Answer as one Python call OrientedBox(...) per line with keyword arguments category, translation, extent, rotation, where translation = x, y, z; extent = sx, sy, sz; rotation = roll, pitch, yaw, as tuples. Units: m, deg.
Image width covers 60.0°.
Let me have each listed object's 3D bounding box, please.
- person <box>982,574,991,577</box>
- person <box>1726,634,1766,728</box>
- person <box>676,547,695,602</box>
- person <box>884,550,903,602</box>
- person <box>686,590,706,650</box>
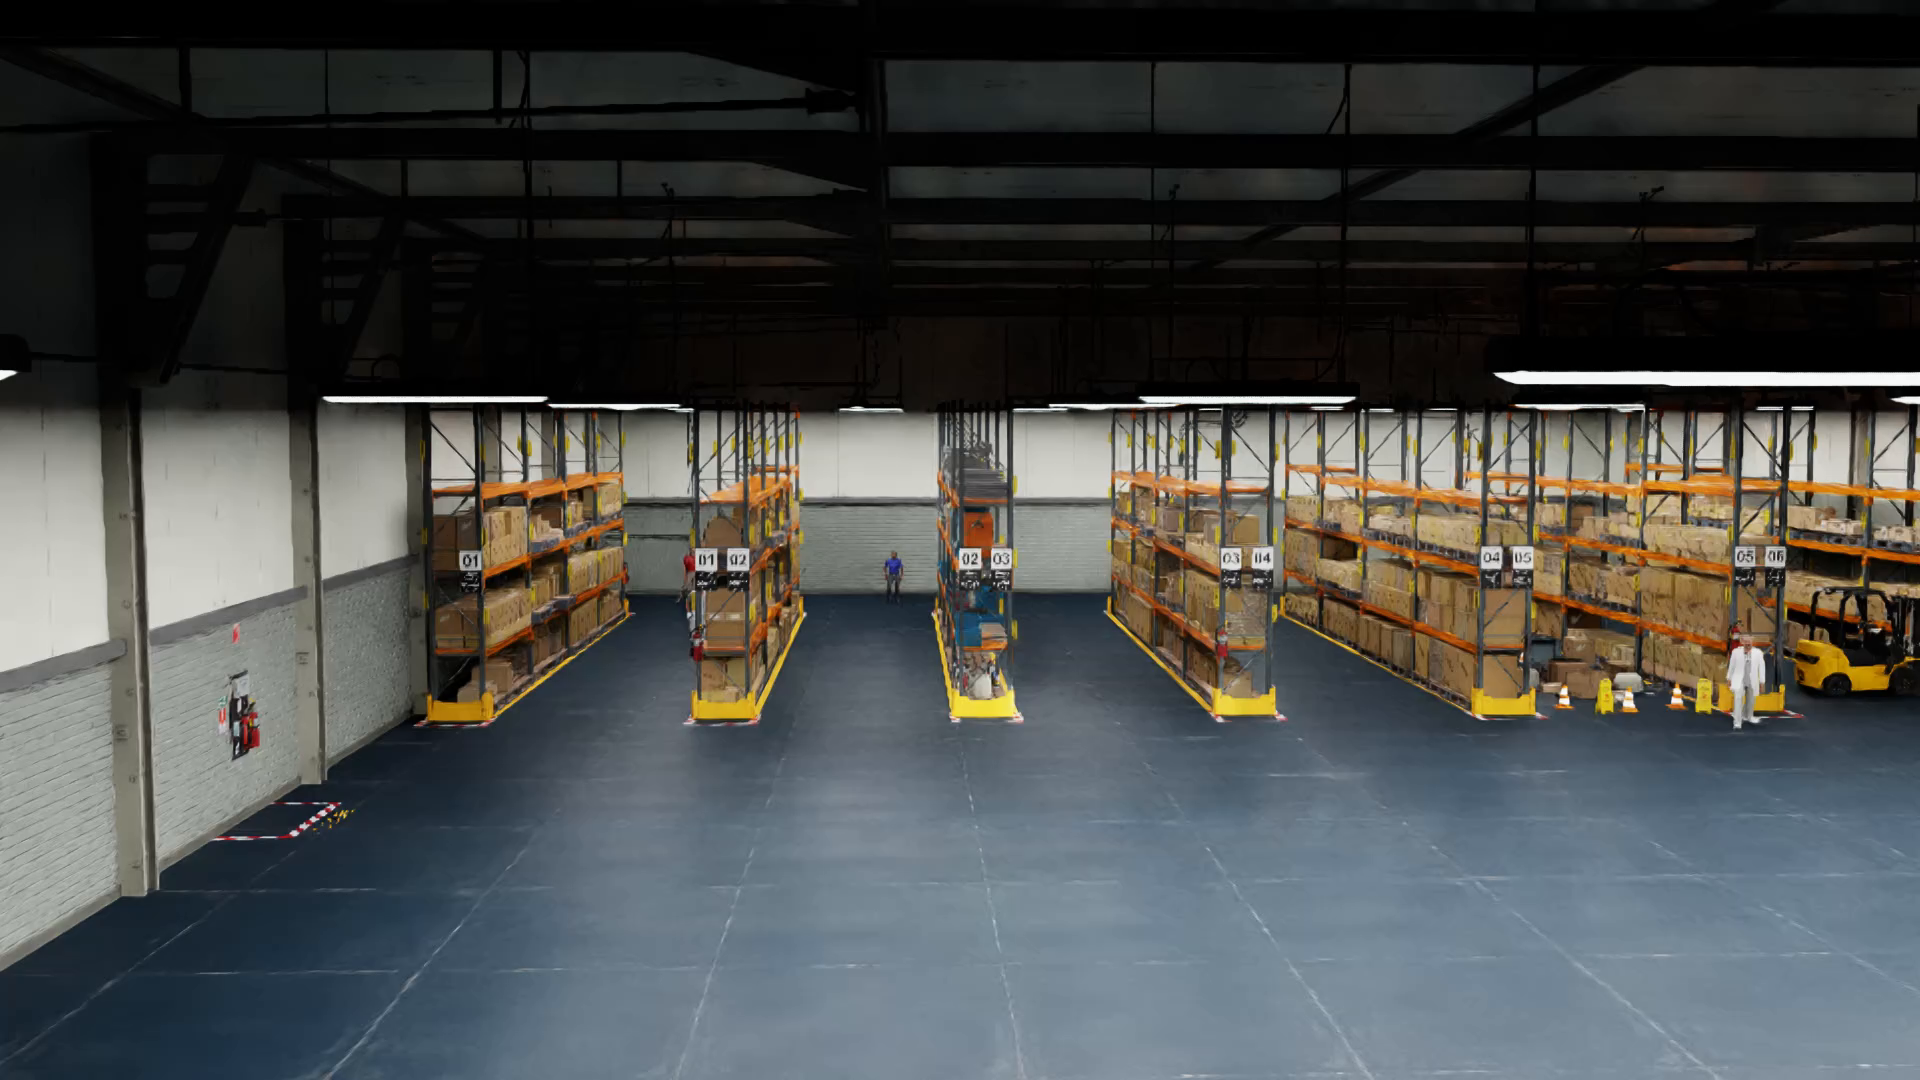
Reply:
OrientedBox(category="person", translation=(0.798, 1.419, 46.085), extent=(0.647, 1.593, 0.821), rotation=(-2, 5, -19))
OrientedBox(category="person", translation=(14.359, 2.559, 30.377), extent=(0.634, 1.722, 1.044), rotation=(1, 5, 18))
OrientedBox(category="person", translation=(-8.204, 1.054, 50.208), extent=(0.721, 1.717, 0.513), rotation=(-4, 6, -43))
OrientedBox(category="person", translation=(-2.015, 1.099, 50.517), extent=(0.592, 1.598, 0.513), rotation=(0, 4, -4))
OrientedBox(category="person", translation=(-6.276, 1.819, 40.079), extent=(0.677, 1.742, 0.552), rotation=(0, 4, -3))
